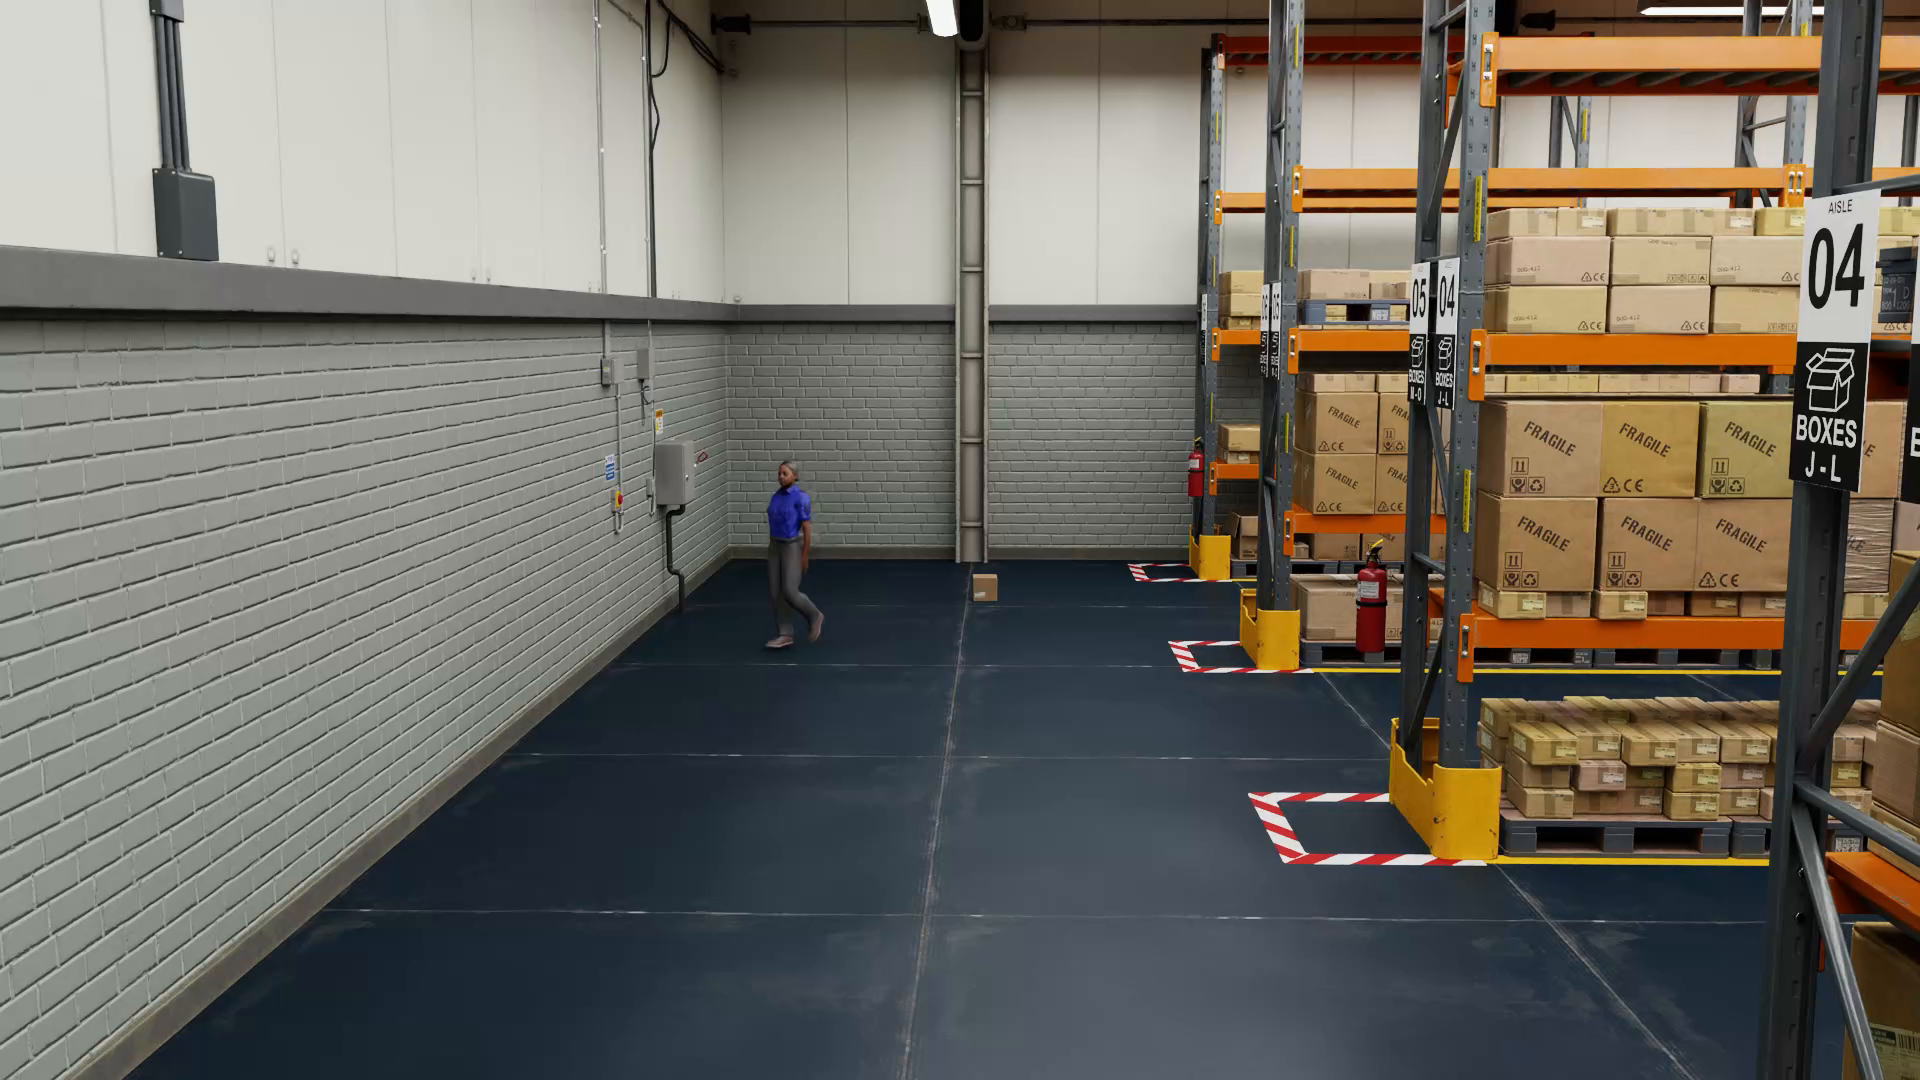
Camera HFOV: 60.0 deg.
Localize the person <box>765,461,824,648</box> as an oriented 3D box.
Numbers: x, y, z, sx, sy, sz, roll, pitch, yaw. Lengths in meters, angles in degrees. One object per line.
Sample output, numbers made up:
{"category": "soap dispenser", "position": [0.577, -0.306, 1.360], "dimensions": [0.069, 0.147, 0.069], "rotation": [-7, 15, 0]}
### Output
{"category": "person", "position": [-1.498, 0.119, 14.707], "dimensions": [0.446, 1.642, 0.525], "rotation": [6, 10, 40]}
